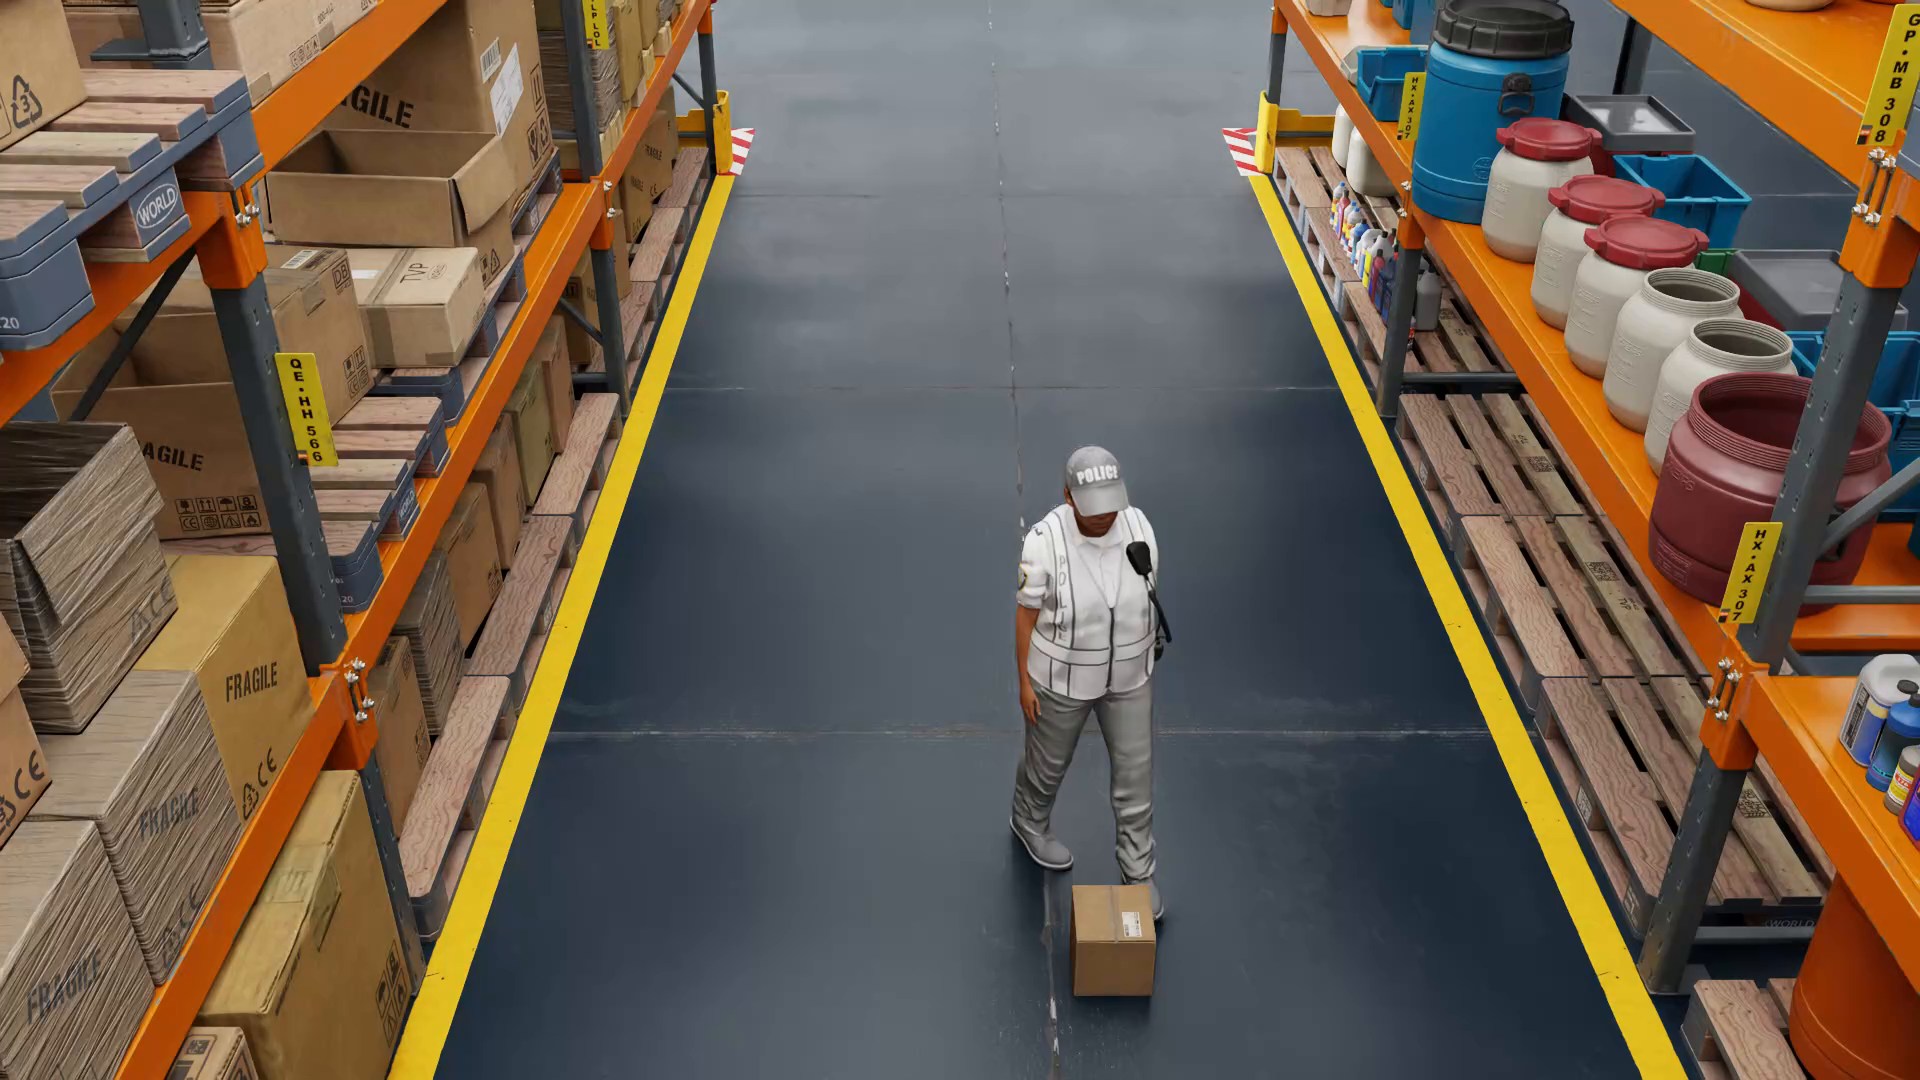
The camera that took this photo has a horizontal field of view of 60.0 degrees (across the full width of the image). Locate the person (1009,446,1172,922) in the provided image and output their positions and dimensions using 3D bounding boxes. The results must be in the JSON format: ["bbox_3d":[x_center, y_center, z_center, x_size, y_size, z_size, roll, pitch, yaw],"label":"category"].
[{"bbox_3d":[0.444,0.467,5.378,0.487,1.661,0.643,-9,33,-14],"label":"person"}]
